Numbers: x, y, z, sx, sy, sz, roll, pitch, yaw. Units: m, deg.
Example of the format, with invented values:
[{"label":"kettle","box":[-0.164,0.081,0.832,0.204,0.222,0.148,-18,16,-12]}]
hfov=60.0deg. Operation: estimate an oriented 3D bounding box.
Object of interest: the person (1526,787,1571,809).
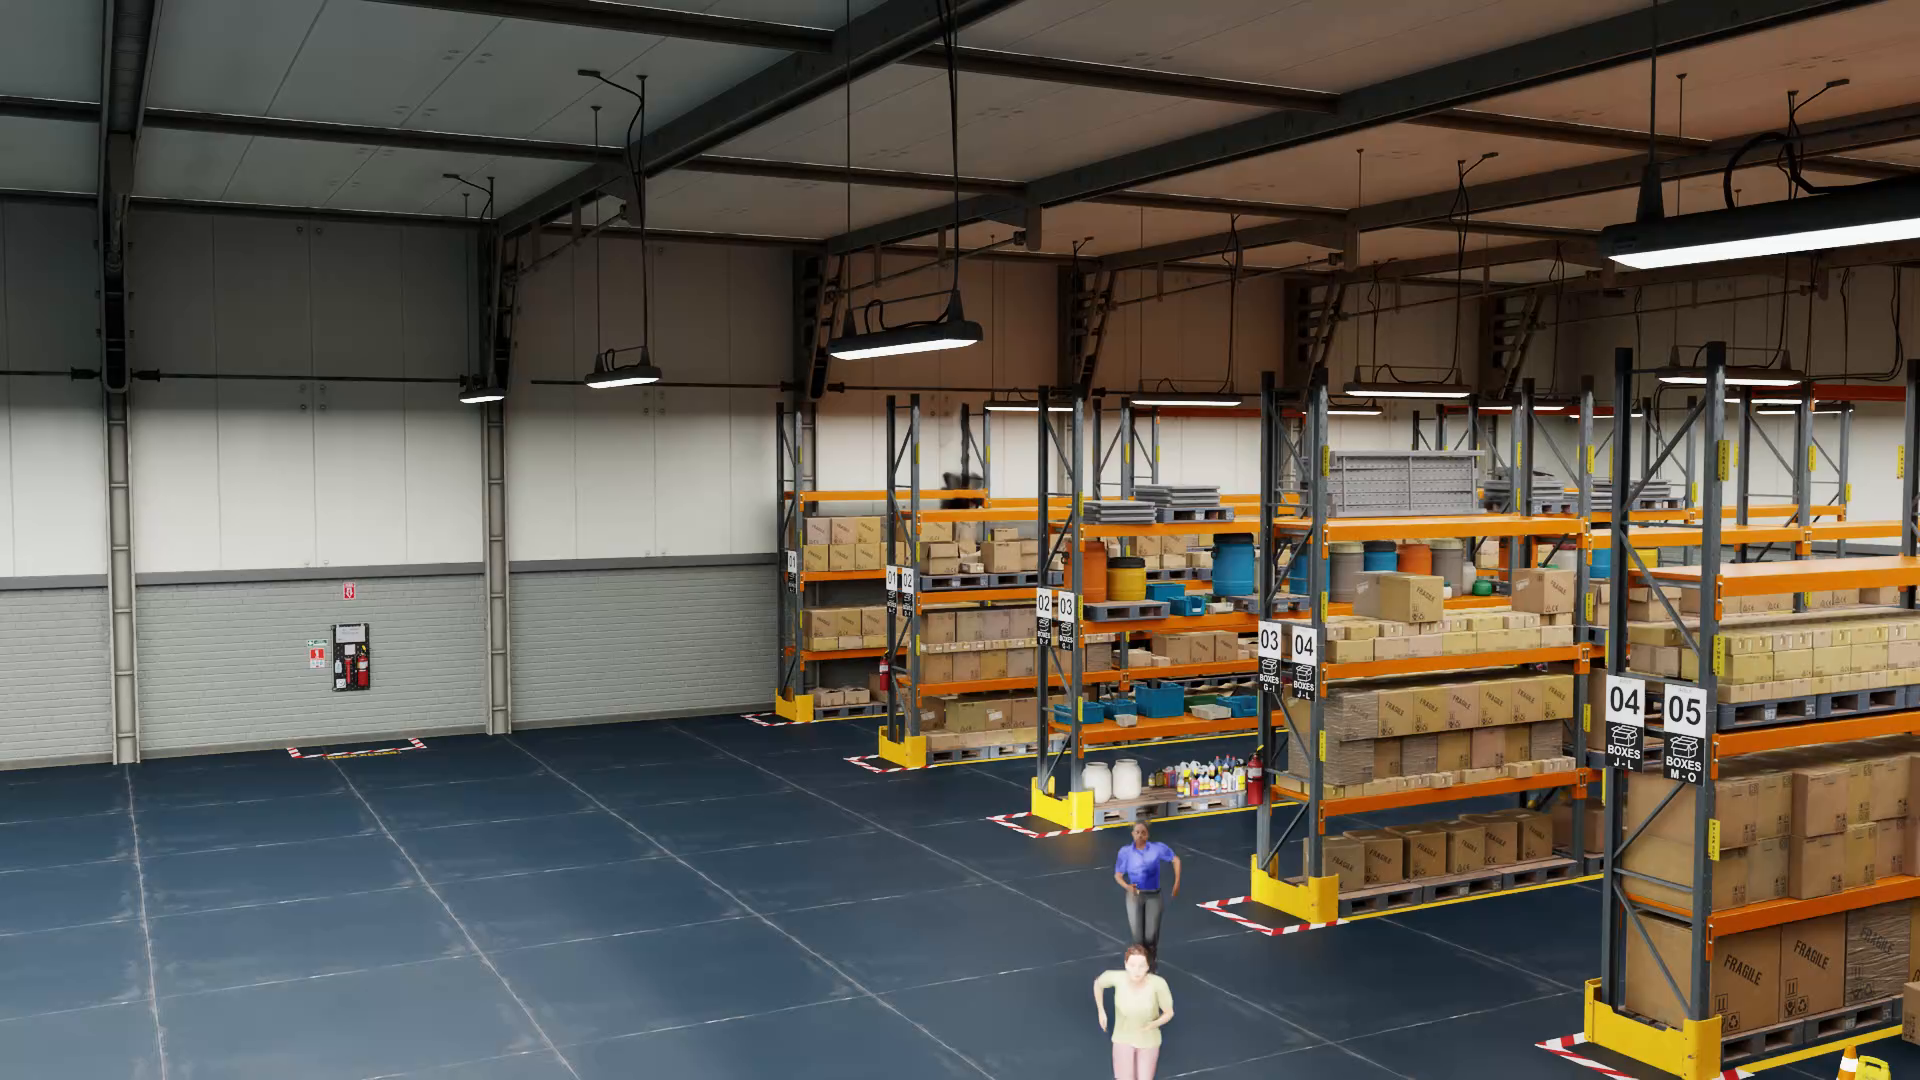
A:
[{"label":"person","box":[8.402,3.056,23.810,0.853,1.522,0.674,-2,4,-32]}]

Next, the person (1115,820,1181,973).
[{"label":"person","box":[1.780,3.434,15.875,0.617,1.528,0.586,1,3,11]}]

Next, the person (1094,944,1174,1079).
[{"label":"person","box":[1.263,3.663,12.057,0.569,1.536,0.630,0,3,2]}]
